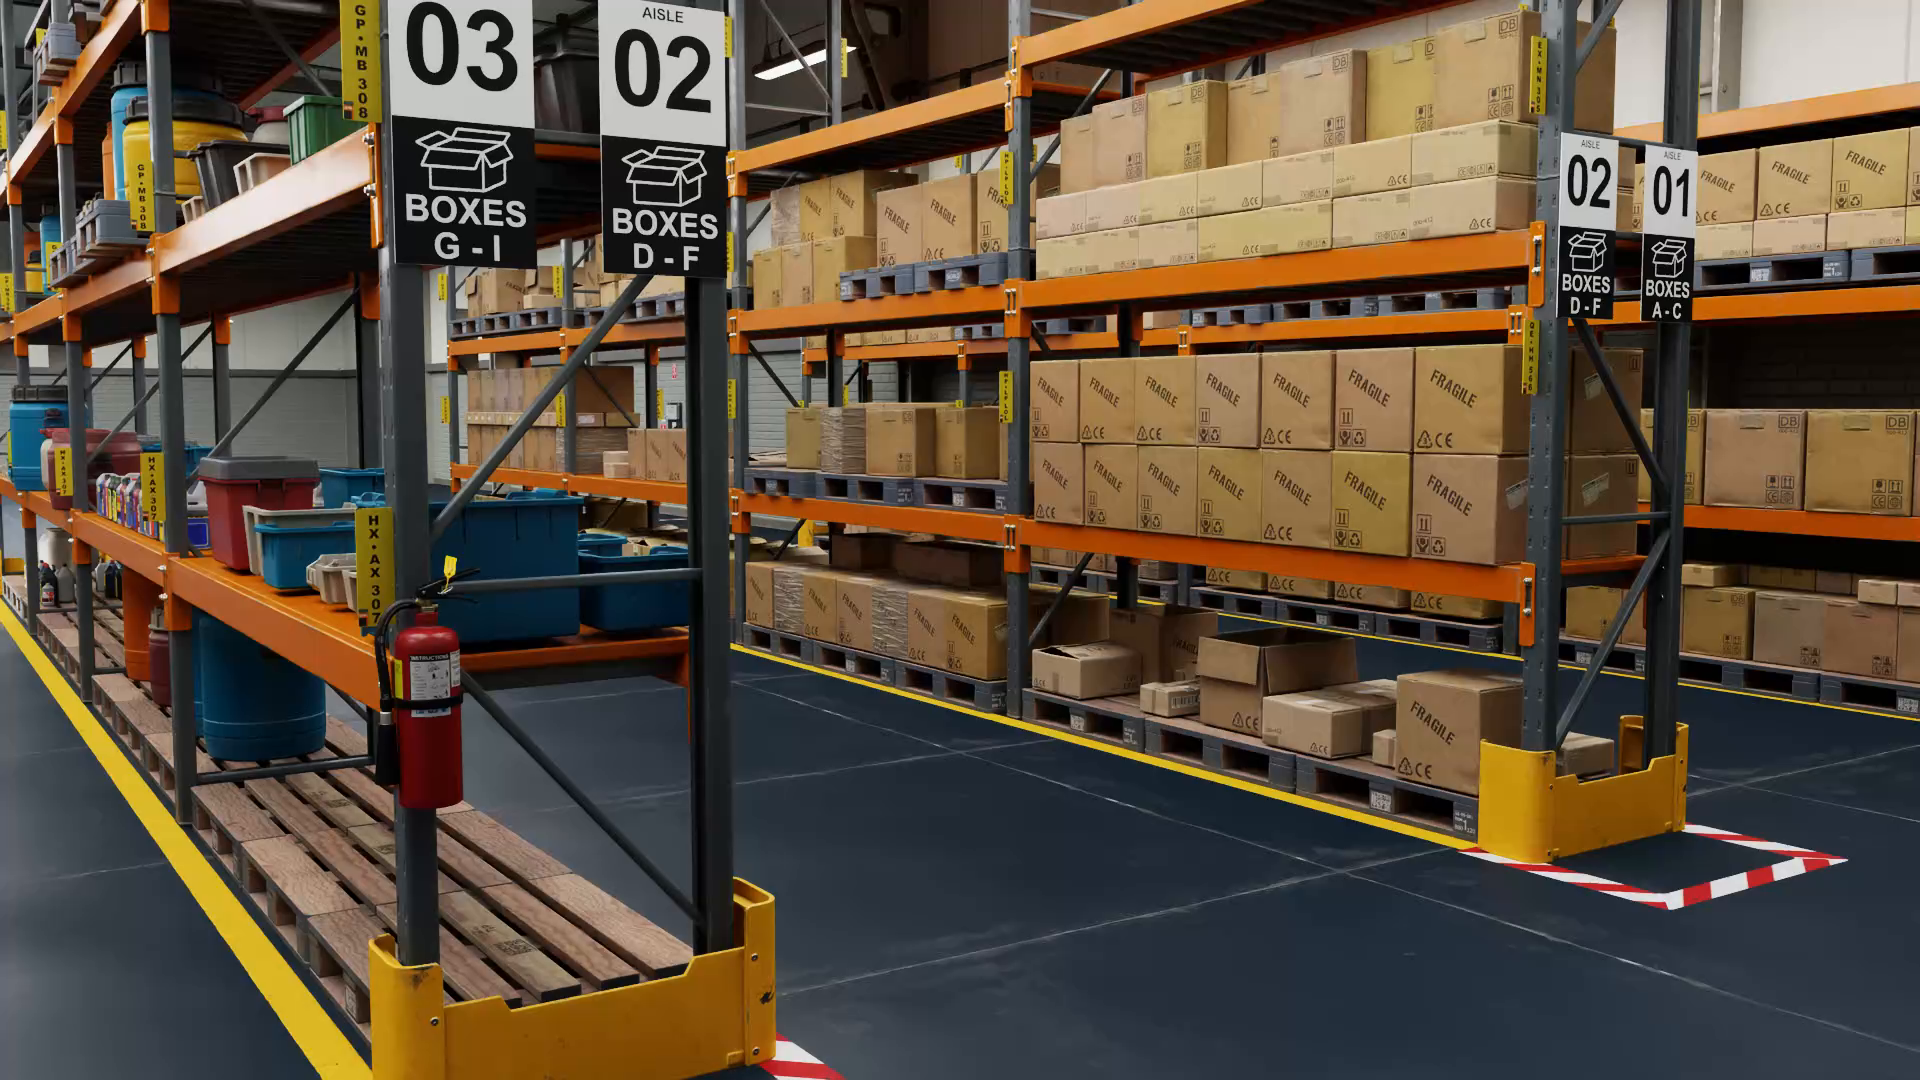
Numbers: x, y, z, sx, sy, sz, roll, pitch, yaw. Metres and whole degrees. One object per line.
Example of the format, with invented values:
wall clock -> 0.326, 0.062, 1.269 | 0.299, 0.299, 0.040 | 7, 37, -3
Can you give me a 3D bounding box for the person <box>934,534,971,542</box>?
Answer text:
person -> -0.025, -0.110, 15.851 | 0.530, 1.743, 0.555 | -3, 5, -32
